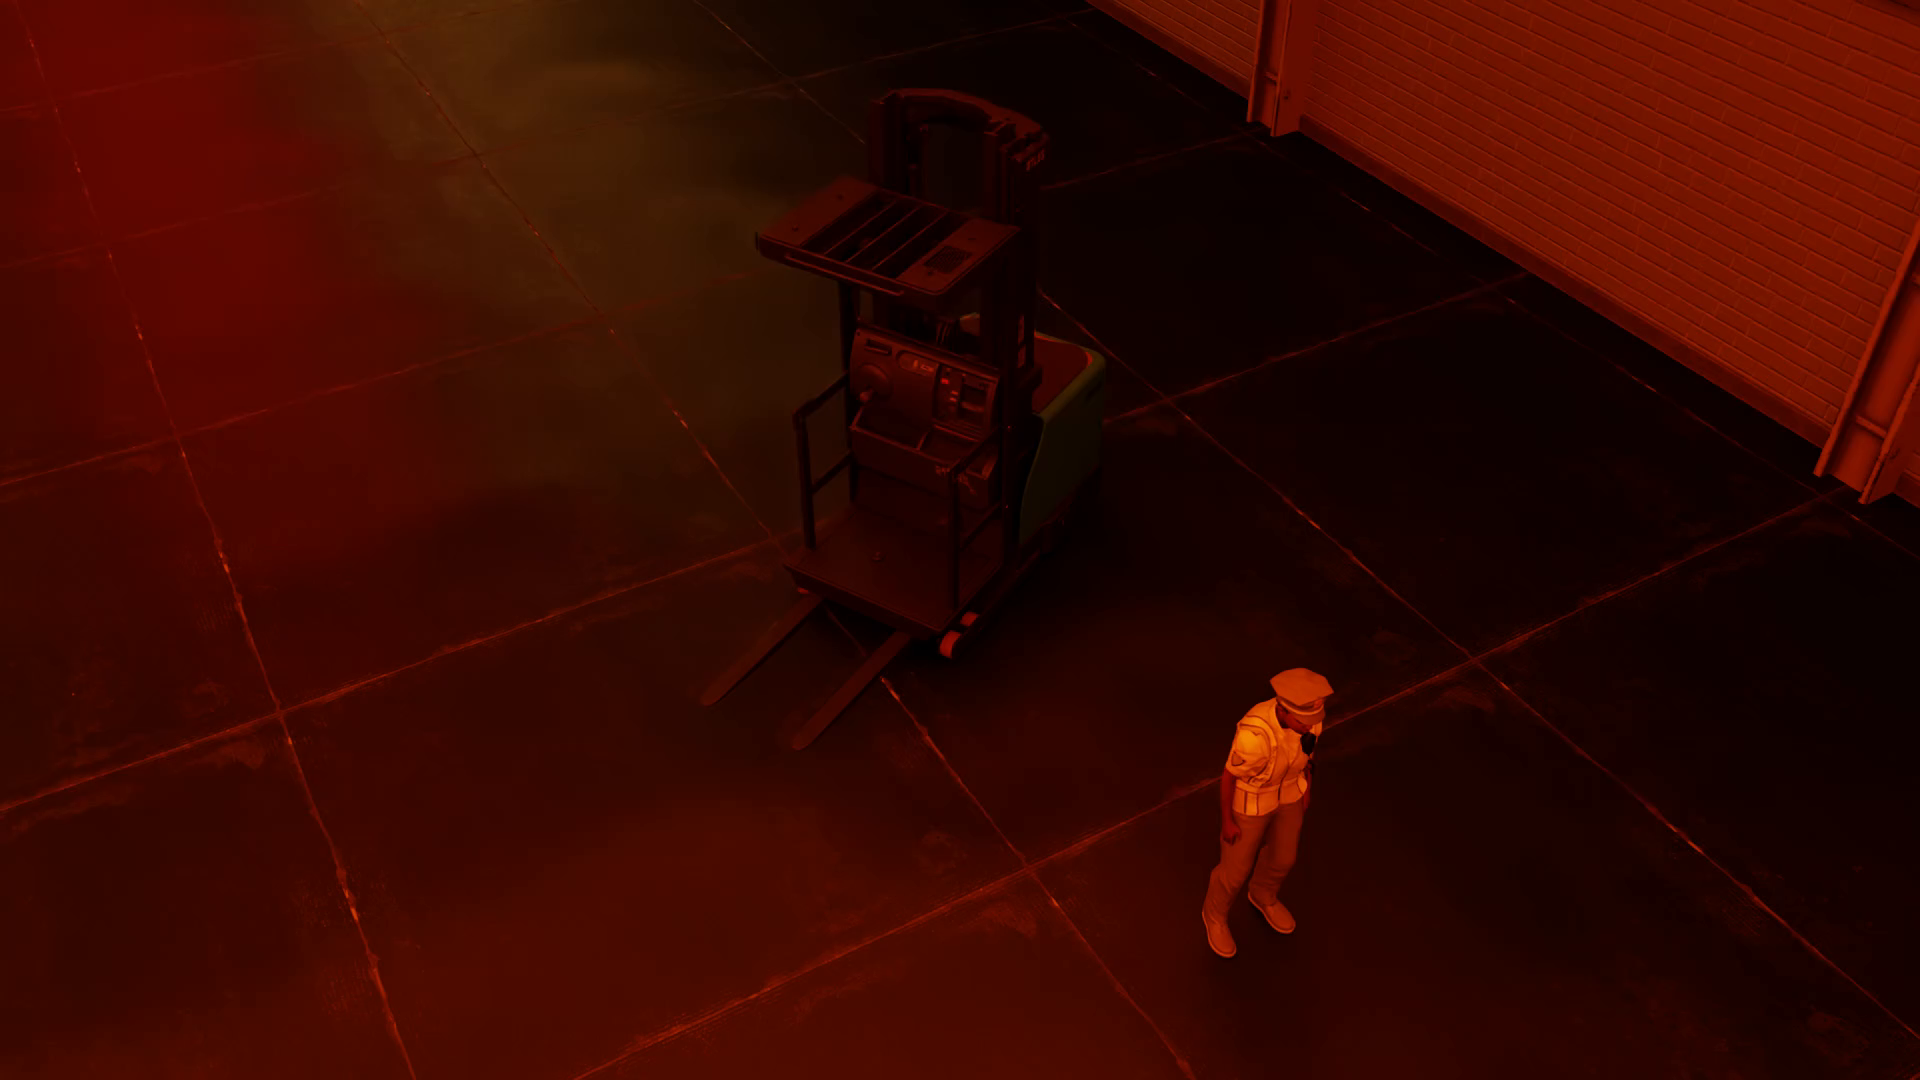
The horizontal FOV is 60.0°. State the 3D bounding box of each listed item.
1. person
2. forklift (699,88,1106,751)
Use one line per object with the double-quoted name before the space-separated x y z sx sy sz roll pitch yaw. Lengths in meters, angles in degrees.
"person" 1.394 1.208 7.582 0.505 1.657 0.394 -17 43 -20
"forklift" -0.315 -0.789 8.987 1.130 2.935 3.031 22 44 24
